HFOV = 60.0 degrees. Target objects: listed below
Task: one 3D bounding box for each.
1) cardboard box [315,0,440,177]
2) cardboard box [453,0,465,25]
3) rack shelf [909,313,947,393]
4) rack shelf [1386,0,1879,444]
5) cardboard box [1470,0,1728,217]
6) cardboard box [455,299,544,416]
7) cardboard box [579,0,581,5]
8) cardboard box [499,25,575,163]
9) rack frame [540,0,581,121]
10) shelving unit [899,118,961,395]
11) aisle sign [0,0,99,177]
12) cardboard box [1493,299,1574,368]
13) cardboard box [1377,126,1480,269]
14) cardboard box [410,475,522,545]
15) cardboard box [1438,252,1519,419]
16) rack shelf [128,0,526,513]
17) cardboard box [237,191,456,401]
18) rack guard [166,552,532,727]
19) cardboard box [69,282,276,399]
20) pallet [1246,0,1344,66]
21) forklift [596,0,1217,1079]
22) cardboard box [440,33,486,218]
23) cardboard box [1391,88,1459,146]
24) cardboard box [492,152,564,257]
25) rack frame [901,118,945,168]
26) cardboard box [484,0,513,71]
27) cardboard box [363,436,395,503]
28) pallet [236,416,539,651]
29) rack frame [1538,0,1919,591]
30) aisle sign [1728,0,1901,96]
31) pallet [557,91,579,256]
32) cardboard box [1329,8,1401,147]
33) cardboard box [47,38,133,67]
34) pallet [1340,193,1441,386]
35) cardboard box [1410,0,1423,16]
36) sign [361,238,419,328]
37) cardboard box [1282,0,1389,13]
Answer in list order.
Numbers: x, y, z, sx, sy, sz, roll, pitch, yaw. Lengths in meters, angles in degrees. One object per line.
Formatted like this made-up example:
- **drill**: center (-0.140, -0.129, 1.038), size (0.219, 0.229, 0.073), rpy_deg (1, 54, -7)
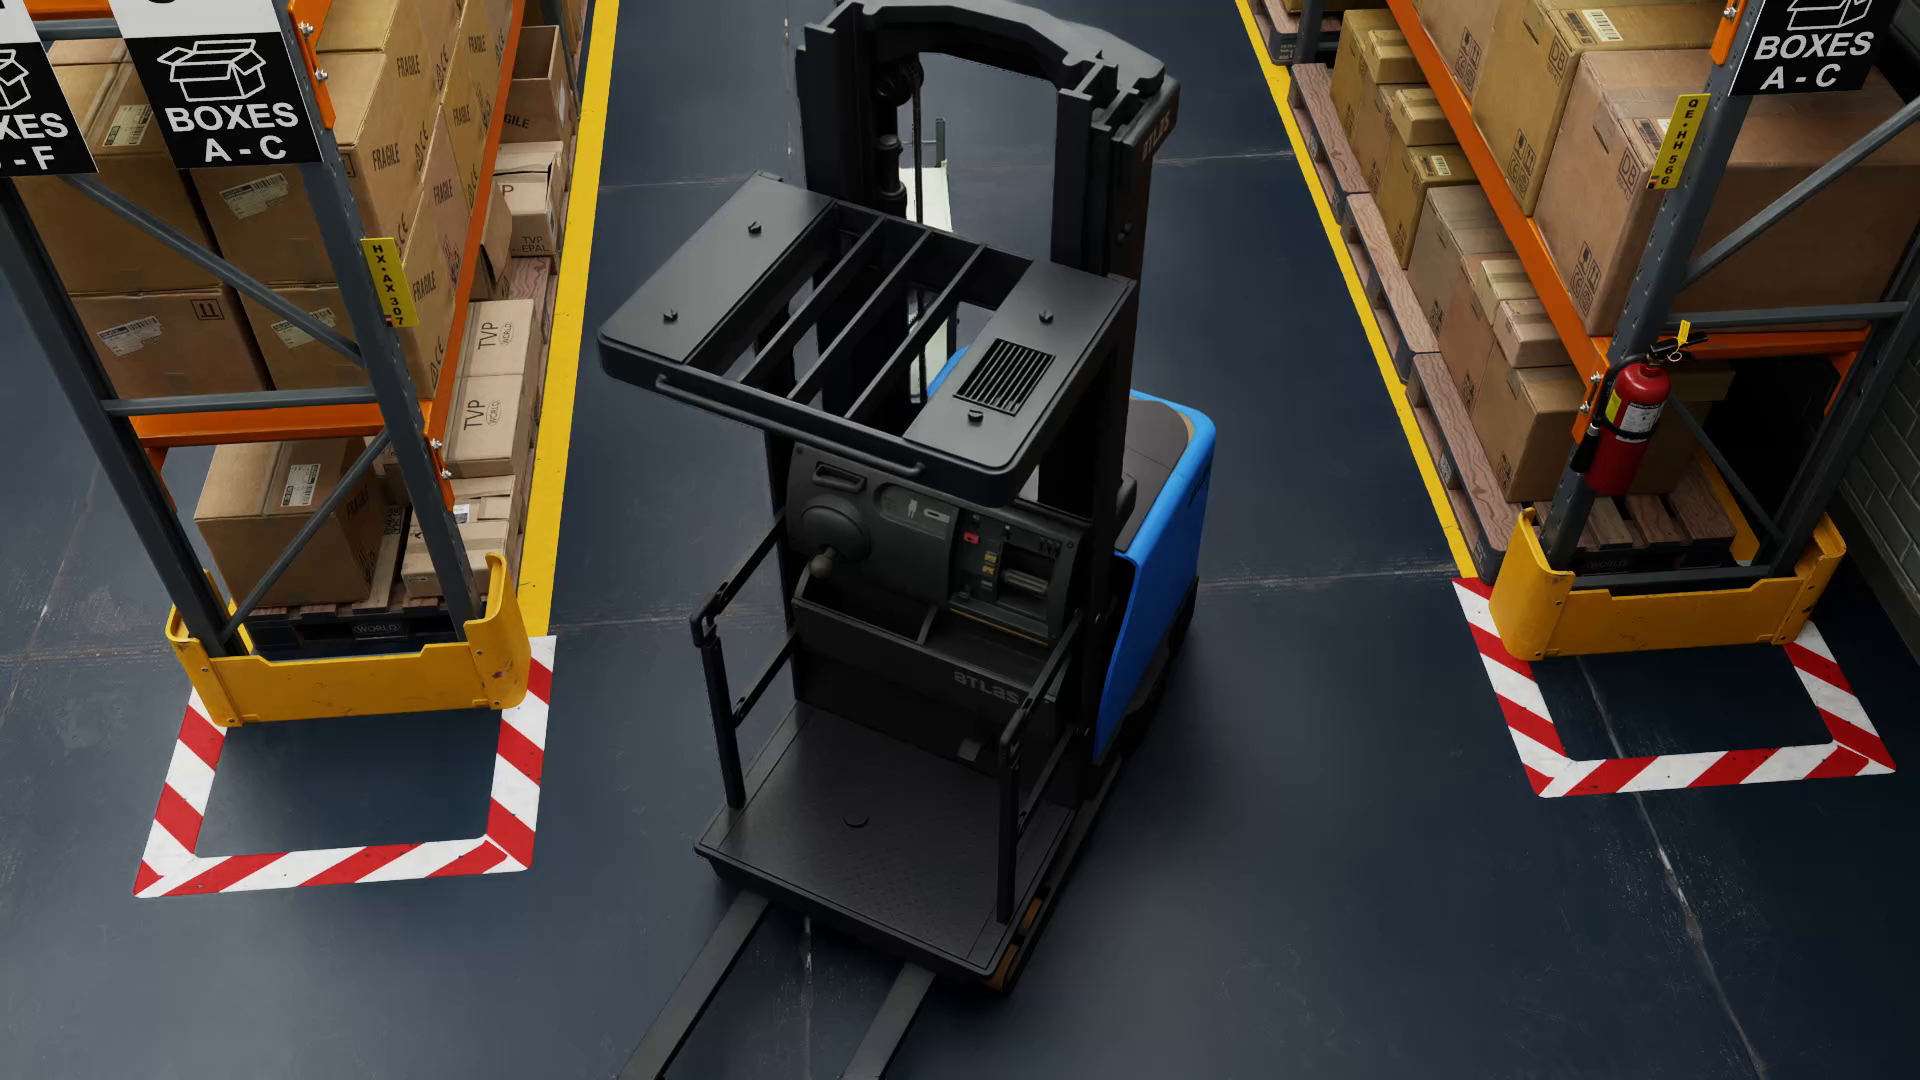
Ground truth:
- **cardboard box**: center (-2.063, -1.525, 5.507), size (0.500, 0.500, 0.500), rpy_deg (-3, 47, -3)
- **cardboard box**: center (-2.144, -2.254, 6.198), size (0.500, 0.500, 0.500), rpy_deg (-4, 47, -4)
- **rack shelf**: center (-0.235, -0.590, 6.861), size (0.431, 0.370, 0.720), rpy_deg (-3, 47, -2)
- **rack shelf**: center (2.531, -1.935, 7.149), size (1.077, 0.370, 4.000), rpy_deg (-3, 47, -3)
- **cardboard box**: center (2.574, -1.733, 6.255), size (0.980, 0.700, 0.700), rpy_deg (-4, 47, -4)
- **cardboard box**: center (-2.084, -0.772, 7.142), size (0.500, 0.250, 0.500), rpy_deg (-3, 47, -3)
- **cardboard box**: center (-2.426, -3.367, 9.428), size (0.500, 0.500, 0.500), rpy_deg (-3, 47, -3)
- **cardboard box**: center (-2.242, -2.222, 8.344), size (0.500, 0.500, 0.500), rpy_deg (-3, 47, -3)
- **rack frame**: center (-2.572, -3.326, 7.970), size (1.000, 3.000, 0.127), rpy_deg (-3, 47, -3)
- **shelving unit**: center (-0.235, -0.814, 6.623), size (0.431, 1.500, 0.755), rpy_deg (-3, 47, -2)
- **aisle sign**: center (-2.537, -1.258, 4.221), size (0.394, 0.787, 0.004), rpy_deg (-3, 47, -3)
- **cardboard box**: center (2.348, -0.826, 6.588), size (0.380, 0.149, 0.250), rpy_deg (-4, 47, -4)
- **cardboard box**: center (2.404, -1.632, 7.798), size (0.700, 0.500, 0.500), rpy_deg (-3, 47, -2)
- **cardboard box**: center (-1.951, -0.113, 6.576), size (0.380, 0.166, 0.250), rpy_deg (-3, 47, -3)
- **cardboard box**: center (2.498, -0.883, 7.089), size (0.700, 0.500, 0.500), rpy_deg (-4, 47, -3)
- **rack shelf**: center (-2.405, -1.631, 6.861), size (1.077, 0.370, 4.000), rpy_deg (-3, 47, -3)
- **cardboard box**: center (-2.012, -0.803, 5.512), size (0.500, 0.500, 0.500), rpy_deg (-3, 47, -2)
- **rack guard**: center (-2.244, 0.373, 6.189), size (1.175, 0.500, 0.348), rpy_deg (-3, 47, -3)
- **cardboard box**: center (-2.546, -0.774, 5.484), size (0.500, 0.500, 0.500), rpy_deg (-2, 47, -2)
- **pallet**: center (2.224, -3.224, 9.795), size (1.003, 0.211, 1.213), rpy_deg (-3, 47, -3)
- **forklift**: center (-0.186, 0.101, 4.772), size (1.130, 2.935, 3.031), rpy_deg (20, 50, 18)
- **cardboard box**: center (-2.099, -1.539, 6.210), size (0.500, 0.500, 0.500), rpy_deg (-4, 47, -3)
- **cardboard box**: center (2.215, -1.954, 7.656), size (0.380, 0.149, 0.250), rpy_deg (-5, 47, -4)
- **cardboard box**: center (-2.179, -1.615, 7.899), size (0.500, 0.311, 0.500), rpy_deg (-3, 47, -3)
- **rack frame**: center (-0.258, -1.080, 6.874), size (0.400, 1.500, 0.023), rpy_deg (-3, 47, -2)
- **cardboard box**: center (-2.185, -2.270, 6.901), size (0.500, 0.500, 0.500), rpy_deg (-3, 47, -2)
- **cardboard box**: center (-2.473, -0.286, 6.739), size (0.380, 0.166, 0.250), rpy_deg (-3, 47, -3)
- **pallet**: center (-2.312, -0.104, 6.840), size (1.003, 0.211, 1.213), rpy_deg (-3, 47, -3)
- **rack frame**: center (2.699, -0.735, 5.517), size (1.000, 3.000, 0.127), rpy_deg (-3, 47, -3)
- **aisle sign**: center (2.406, -1.559, 4.507), size (0.394, 0.787, 0.004), rpy_deg (-3, 47, -3)
- **pallet**: center (-2.516, -1.870, 8.512), size (1.003, 0.211, 1.213), rpy_deg (-3, 47, -3)
- **cardboard box**: center (2.324, -2.367, 8.495), size (0.700, 0.500, 0.500), rpy_deg (-3, 47, -3)
- **cardboard box**: center (-2.592, -1.481, 5.465), size (0.500, 0.500, 0.500), rpy_deg (-2, 47, -2)
- **pallet**: center (2.455, -1.231, 7.907), size (1.003, 0.211, 1.213), rpy_deg (-3, 47, -3)
- **cardboard box**: center (2.448, -2.811, 7.276), size (0.980, 0.700, 0.700), rpy_deg (-5, 47, -4)
- **sign**: center (-1.697, -0.762, 4.946), size (0.100, 0.325, 0.005), rpy_deg (-3, 47, -3)
- **cardboard box**: center (2.180, -3.497, 9.324), size (0.750, 0.750, 0.750), rpy_deg (-3, 47, -3)
